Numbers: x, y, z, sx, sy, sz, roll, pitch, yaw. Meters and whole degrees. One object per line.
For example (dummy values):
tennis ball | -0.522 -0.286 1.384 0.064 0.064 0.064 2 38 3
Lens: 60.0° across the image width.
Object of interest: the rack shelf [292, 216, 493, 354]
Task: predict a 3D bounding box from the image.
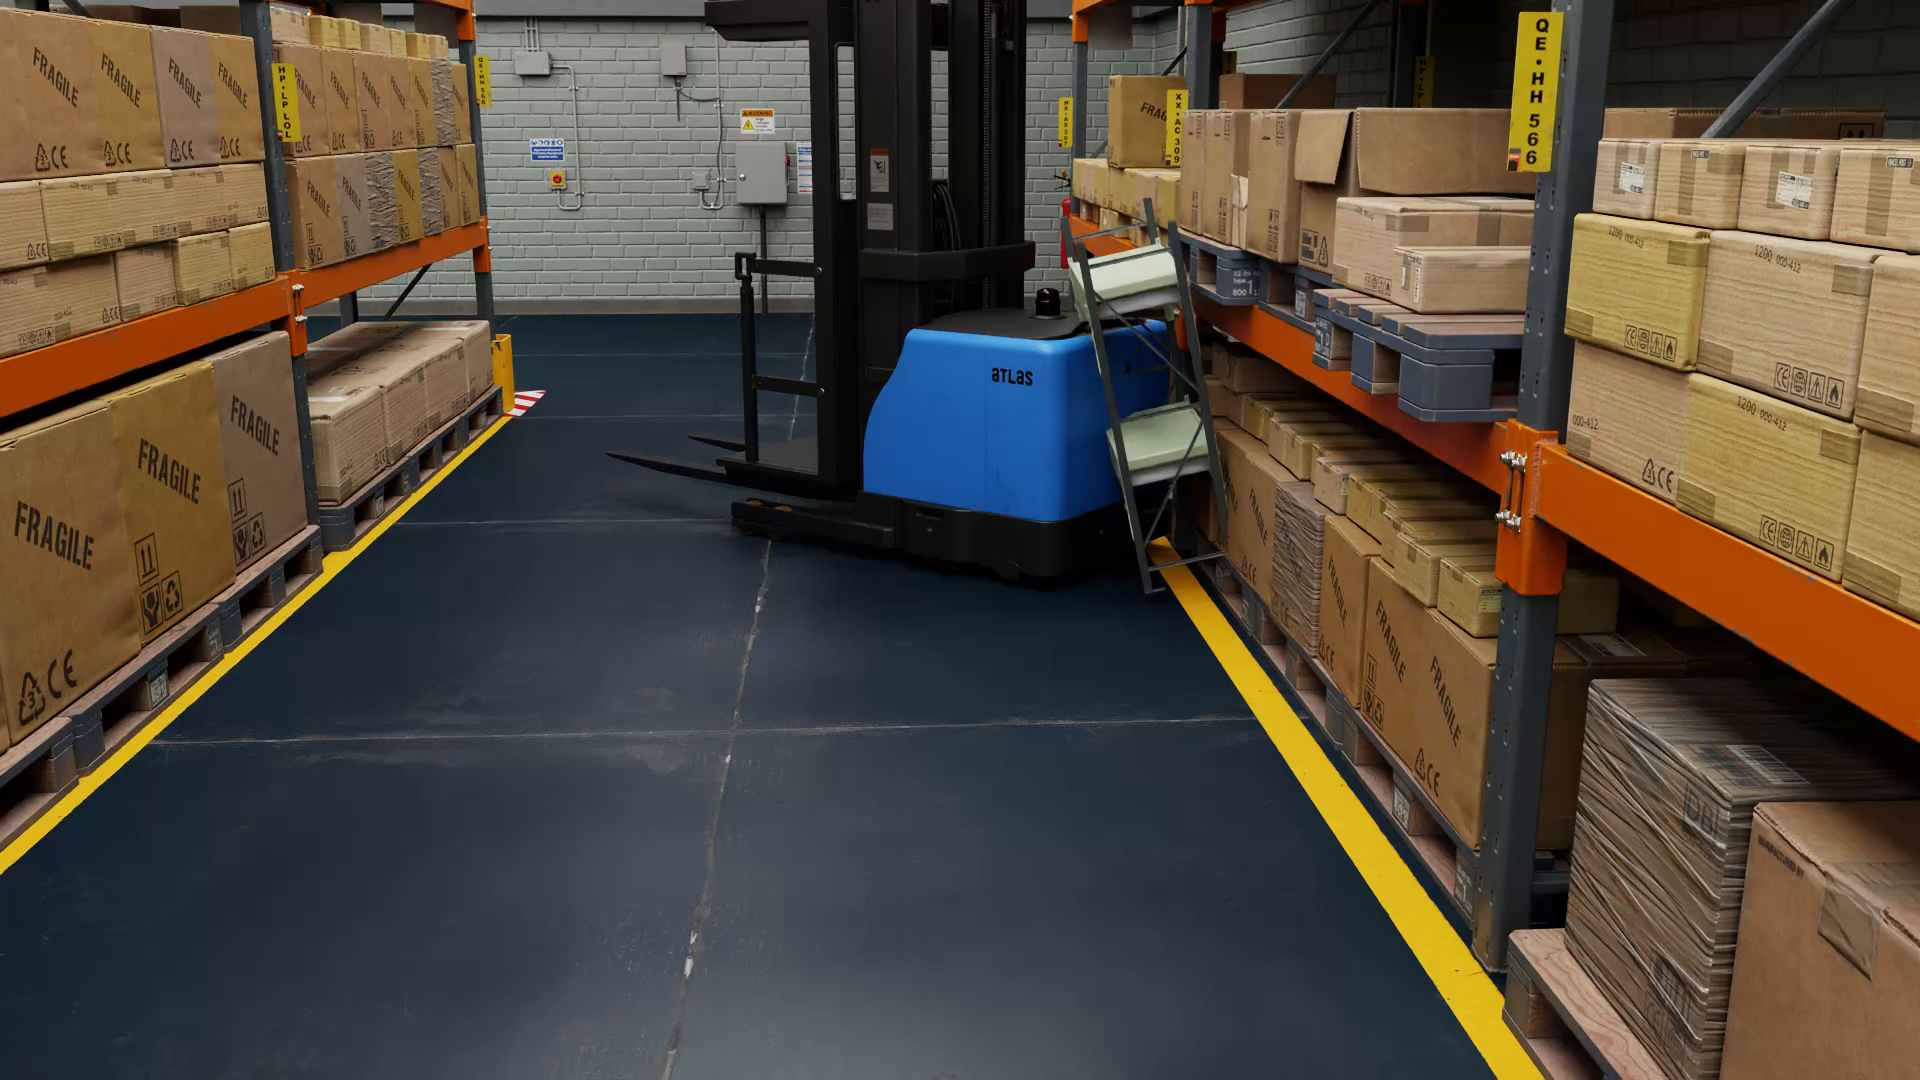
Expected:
rack shelf | -3.568 -1.498 9.273 1.077 0.370 4.000 -1 14 -3

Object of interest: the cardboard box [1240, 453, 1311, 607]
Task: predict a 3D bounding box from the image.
cardboard box | 1.385 -0.039 6.332 0.500 0.500 0.500 -1 14 -5

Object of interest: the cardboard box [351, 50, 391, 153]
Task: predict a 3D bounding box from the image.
cardboard box | -3.277 -2.257 8.572 0.500 0.500 0.500 -1 14 -2

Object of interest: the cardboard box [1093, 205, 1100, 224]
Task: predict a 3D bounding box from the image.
cardboard box | 1.071 -2.151 10.872 0.380 0.149 0.250 -1 14 -2

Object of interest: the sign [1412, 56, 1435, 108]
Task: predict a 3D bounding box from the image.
sign | 2.064 -1.997 7.444 0.100 0.325 0.005 -1 14 -3

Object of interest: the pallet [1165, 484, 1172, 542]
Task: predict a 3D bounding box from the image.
pallet | 1.468 -0.247 8.563 1.003 0.211 1.213 -1 14 -3

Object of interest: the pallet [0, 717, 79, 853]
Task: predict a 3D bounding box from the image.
pallet | -3.170 0.799 4.497 1.003 0.211 1.213 -1 14 -3

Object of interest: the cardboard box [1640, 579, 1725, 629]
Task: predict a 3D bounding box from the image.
cardboard box | 2.036 0.127 4.386 0.380 0.149 0.250 0 14 -1

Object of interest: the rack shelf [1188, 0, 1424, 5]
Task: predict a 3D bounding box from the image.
rack shelf | 1.634 -2.033 5.334 1.077 0.370 4.000 -1 14 -3

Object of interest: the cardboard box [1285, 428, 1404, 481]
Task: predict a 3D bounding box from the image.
cardboard box | 1.410 -0.316 6.108 0.380 0.149 0.250 0 14 -1

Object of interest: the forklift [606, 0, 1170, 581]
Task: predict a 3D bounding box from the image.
forklift | -0.500 -1.513 8.024 3.031 2.935 1.130 11 18 35

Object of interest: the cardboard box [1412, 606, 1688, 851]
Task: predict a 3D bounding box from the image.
cardboard box | 1.517 0.474 4.340 0.500 0.500 0.500 0 14 -2

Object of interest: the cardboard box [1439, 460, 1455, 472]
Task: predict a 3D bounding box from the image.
cardboard box | 1.929 -0.262 5.896 0.380 0.149 0.250 -1 15 -6

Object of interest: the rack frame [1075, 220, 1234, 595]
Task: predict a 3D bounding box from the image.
rack frame | 0.809 -0.509 6.723 0.400 1.500 0.023 -12 18 3

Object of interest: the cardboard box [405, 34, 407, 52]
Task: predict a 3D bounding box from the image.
cardboard box | -3.410 -2.849 9.572 0.380 0.149 0.250 -1 14 -4

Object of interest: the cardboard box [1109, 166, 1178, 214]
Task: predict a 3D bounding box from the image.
cardboard box | 1.140 -1.998 9.474 0.500 0.250 0.500 -1 14 -5

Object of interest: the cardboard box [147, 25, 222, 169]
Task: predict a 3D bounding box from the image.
cardboard box | -3.126 -1.646 6.196 0.500 0.500 0.500 -1 14 -2

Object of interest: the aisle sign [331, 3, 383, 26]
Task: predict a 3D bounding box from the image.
aisle sign | -3.986 -3.616 10.844 0.394 0.787 0.004 -1 14 -3

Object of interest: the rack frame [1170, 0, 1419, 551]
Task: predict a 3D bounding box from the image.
rack frame | 1.510 -1.427 7.551 1.000 3.000 0.127 -1 14 -3

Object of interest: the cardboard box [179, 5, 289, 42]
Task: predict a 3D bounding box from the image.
cardboard box | -3.205 -2.278 7.353 0.380 0.149 0.250 -1 14 -4

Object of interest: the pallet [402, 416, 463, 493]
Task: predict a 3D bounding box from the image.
pallet | -3.492 -0.493 9.519 1.003 0.211 1.213 -1 14 -3

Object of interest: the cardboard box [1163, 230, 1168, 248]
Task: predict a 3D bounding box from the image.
cardboard box | 1.200 -1.445 8.126 0.380 0.149 0.250 0 14 -2

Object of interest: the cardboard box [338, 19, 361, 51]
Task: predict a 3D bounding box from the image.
cardboard box | -3.236 -2.534 8.346 0.380 0.149 0.250 -1 14 -5

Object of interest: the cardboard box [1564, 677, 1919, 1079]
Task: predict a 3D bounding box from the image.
cardboard box | 1.783 0.670 3.325 0.875 0.625 0.625 0 14 -2

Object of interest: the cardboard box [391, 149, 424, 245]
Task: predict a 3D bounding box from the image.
cardboard box | -3.295 -1.895 9.172 0.500 0.500 0.500 0 14 -2

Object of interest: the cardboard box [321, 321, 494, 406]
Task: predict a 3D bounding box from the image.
cardboard box | -3.551 -1.144 10.751 0.875 0.438 0.875 -1 14 -5

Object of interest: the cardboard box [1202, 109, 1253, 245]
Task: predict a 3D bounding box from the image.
cardboard box | 1.349 -1.426 6.505 0.700 0.500 0.500 -1 14 -3

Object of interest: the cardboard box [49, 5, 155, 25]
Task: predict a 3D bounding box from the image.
cardboard box | -3.781 -2.267 7.310 0.380 0.149 0.250 -1 14 -5

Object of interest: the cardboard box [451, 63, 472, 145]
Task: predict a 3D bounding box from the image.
cardboard box | -3.424 -2.760 10.527 0.500 0.500 0.500 0 14 -2

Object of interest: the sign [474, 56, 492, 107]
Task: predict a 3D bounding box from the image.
sign | -3.149 -3.024 10.961 0.100 0.325 0.005 -1 14 -3

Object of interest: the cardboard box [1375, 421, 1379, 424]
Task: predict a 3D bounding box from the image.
cardboard box | 1.866 -0.521 6.903 0.380 0.149 0.250 -1 14 -3

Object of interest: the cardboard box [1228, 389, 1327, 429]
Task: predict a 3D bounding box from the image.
cardboard box | 1.361 -0.573 7.104 0.380 0.149 0.250 -1 14 -5

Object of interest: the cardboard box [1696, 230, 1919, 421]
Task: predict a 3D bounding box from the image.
cardboard box | 1.571 -0.363 2.714 0.500 0.250 0.500 0 14 -2

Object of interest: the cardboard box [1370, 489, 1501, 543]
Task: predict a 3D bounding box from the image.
cardboard box | 1.483 -0.058 5.102 0.380 0.149 0.250 0 14 -2

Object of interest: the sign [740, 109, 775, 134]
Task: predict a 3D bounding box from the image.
sign | -2.027 -4.193 16.644 0.339 0.242 0.001 -1 14 -3

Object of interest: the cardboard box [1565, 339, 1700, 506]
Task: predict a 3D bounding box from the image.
cardboard box | 1.541 -0.245 3.260 0.500 0.250 0.500 -1 14 -3

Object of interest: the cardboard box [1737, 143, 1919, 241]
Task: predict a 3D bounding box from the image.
cardboard box | 1.543 -0.581 2.761 0.380 0.149 0.250 0 14 -2

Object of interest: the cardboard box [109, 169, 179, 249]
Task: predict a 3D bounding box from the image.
cardboard box | -3.098 -1.160 5.812 0.500 0.250 0.500 -1 14 -2

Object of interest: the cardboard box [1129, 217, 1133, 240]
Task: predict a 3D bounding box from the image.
cardboard box | 1.160 -1.764 9.368 0.380 0.149 0.250 -1 14 -4

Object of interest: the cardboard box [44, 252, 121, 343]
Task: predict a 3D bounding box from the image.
cardboard box | -3.086 -0.788 5.370 0.500 0.250 0.500 -1 14 -3

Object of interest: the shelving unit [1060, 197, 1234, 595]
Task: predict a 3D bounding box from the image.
shelving unit | 0.799 -0.626 7.069 0.431 1.500 0.755 -12 18 3

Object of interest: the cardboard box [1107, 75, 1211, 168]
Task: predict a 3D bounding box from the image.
cardboard box | 1.115 -2.366 9.401 0.500 0.500 0.500 -1 14 -2

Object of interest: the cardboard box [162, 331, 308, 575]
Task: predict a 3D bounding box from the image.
cardboard box | -3.326 -0.370 6.868 0.875 0.875 0.875 0 14 -2

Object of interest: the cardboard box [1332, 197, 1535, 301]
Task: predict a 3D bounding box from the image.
cardboard box | 1.369 -0.820 4.652 0.500 0.250 0.500 -2 15 -6

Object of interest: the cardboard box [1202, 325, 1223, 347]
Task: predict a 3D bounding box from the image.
cardboard box | 1.219 -1.047 10.251 0.700 0.500 0.500 0 14 -1

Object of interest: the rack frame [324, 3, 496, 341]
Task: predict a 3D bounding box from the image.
rack frame | -3.692 -2.344 11.116 1.000 3.000 0.127 -1 14 -3

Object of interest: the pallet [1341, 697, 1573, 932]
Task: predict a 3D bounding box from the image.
pallet | 1.749 0.732 4.756 1.003 0.211 1.213 -1 14 -3
